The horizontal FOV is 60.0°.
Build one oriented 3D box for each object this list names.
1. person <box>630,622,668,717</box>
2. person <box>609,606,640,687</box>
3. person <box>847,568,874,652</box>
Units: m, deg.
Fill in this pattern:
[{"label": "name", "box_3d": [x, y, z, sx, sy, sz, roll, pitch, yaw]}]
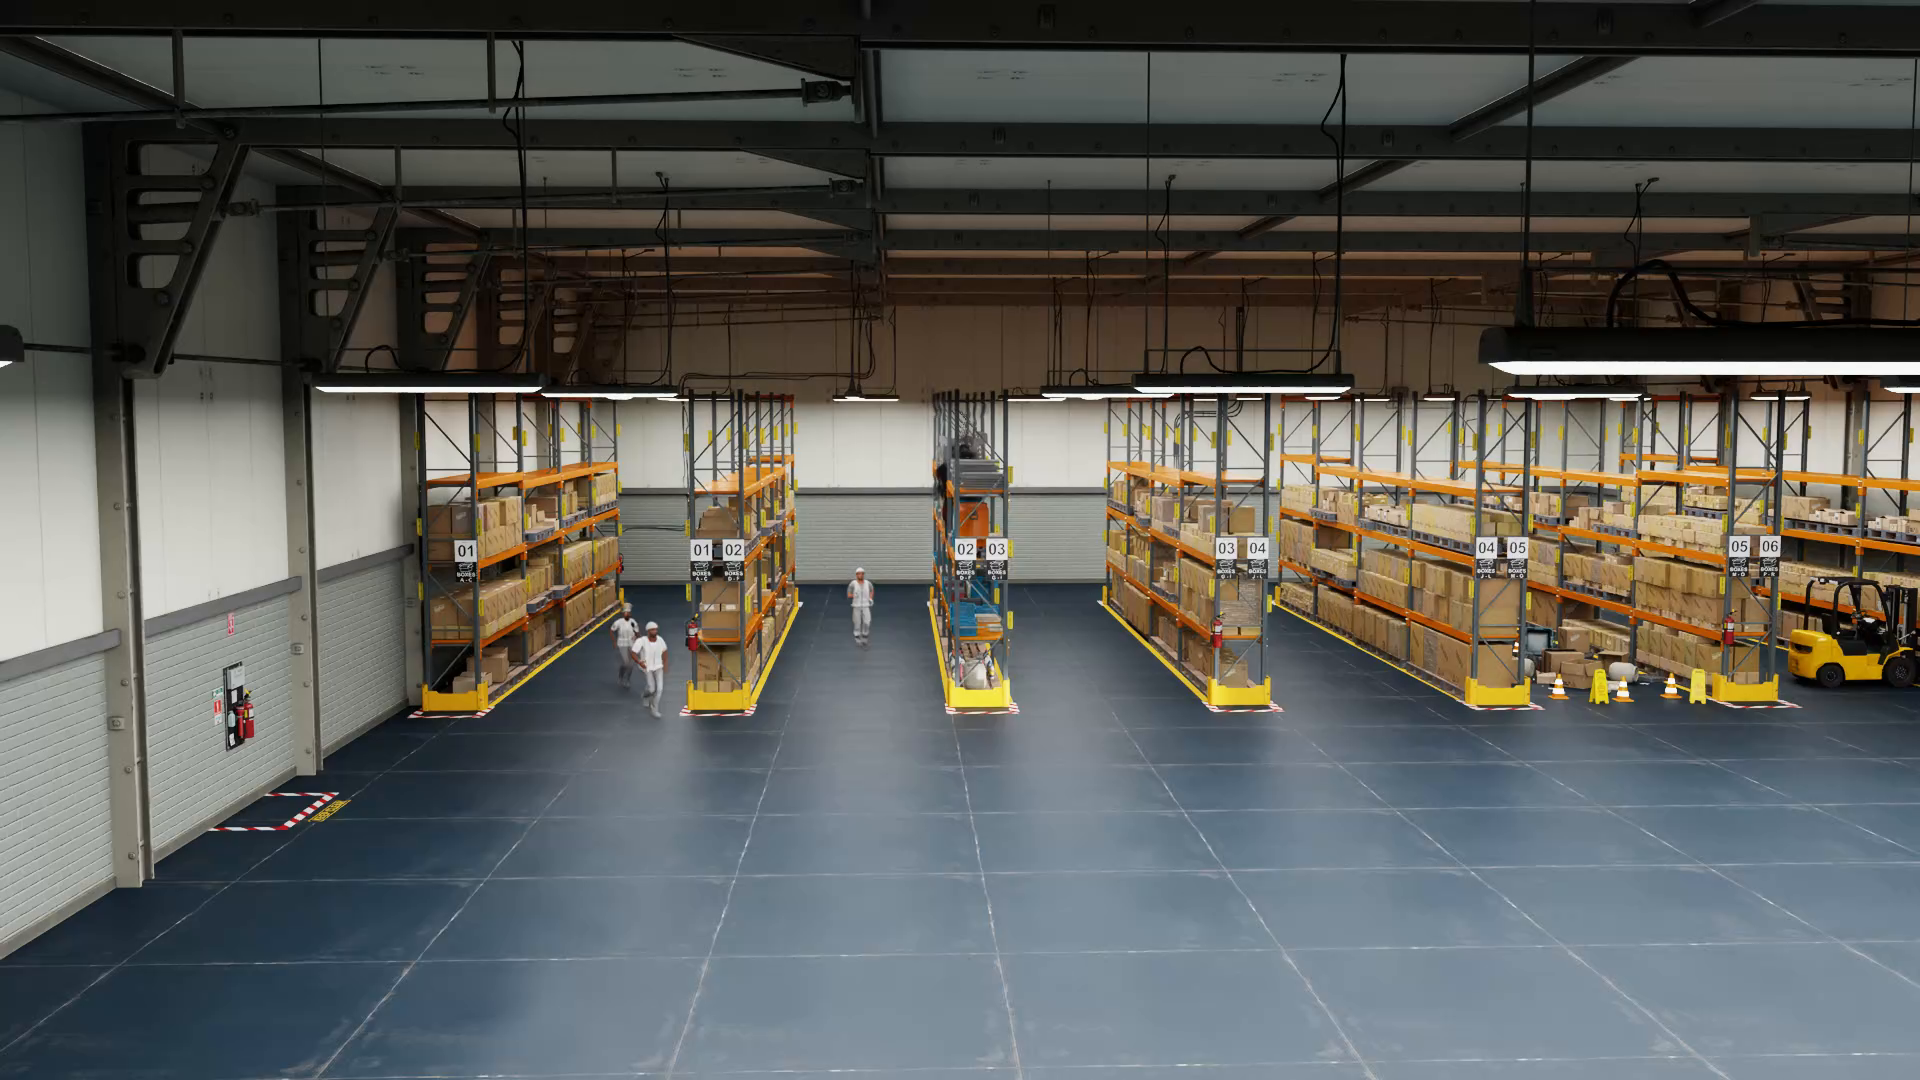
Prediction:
[{"label": "person", "box_3d": [-5.697, 2.372, 30.657, 0.736, 1.736, 0.603, -3, 6, -33]}, {"label": "person", "box_3d": [-6.712, 2.151, 33.500, 0.552, 1.657, 0.617, -3, 5, -29]}, {"label": "person", "box_3d": [-2.184, 1.549, 36.951, 0.631, 1.856, 0.670, -1, 5, -12]}]
